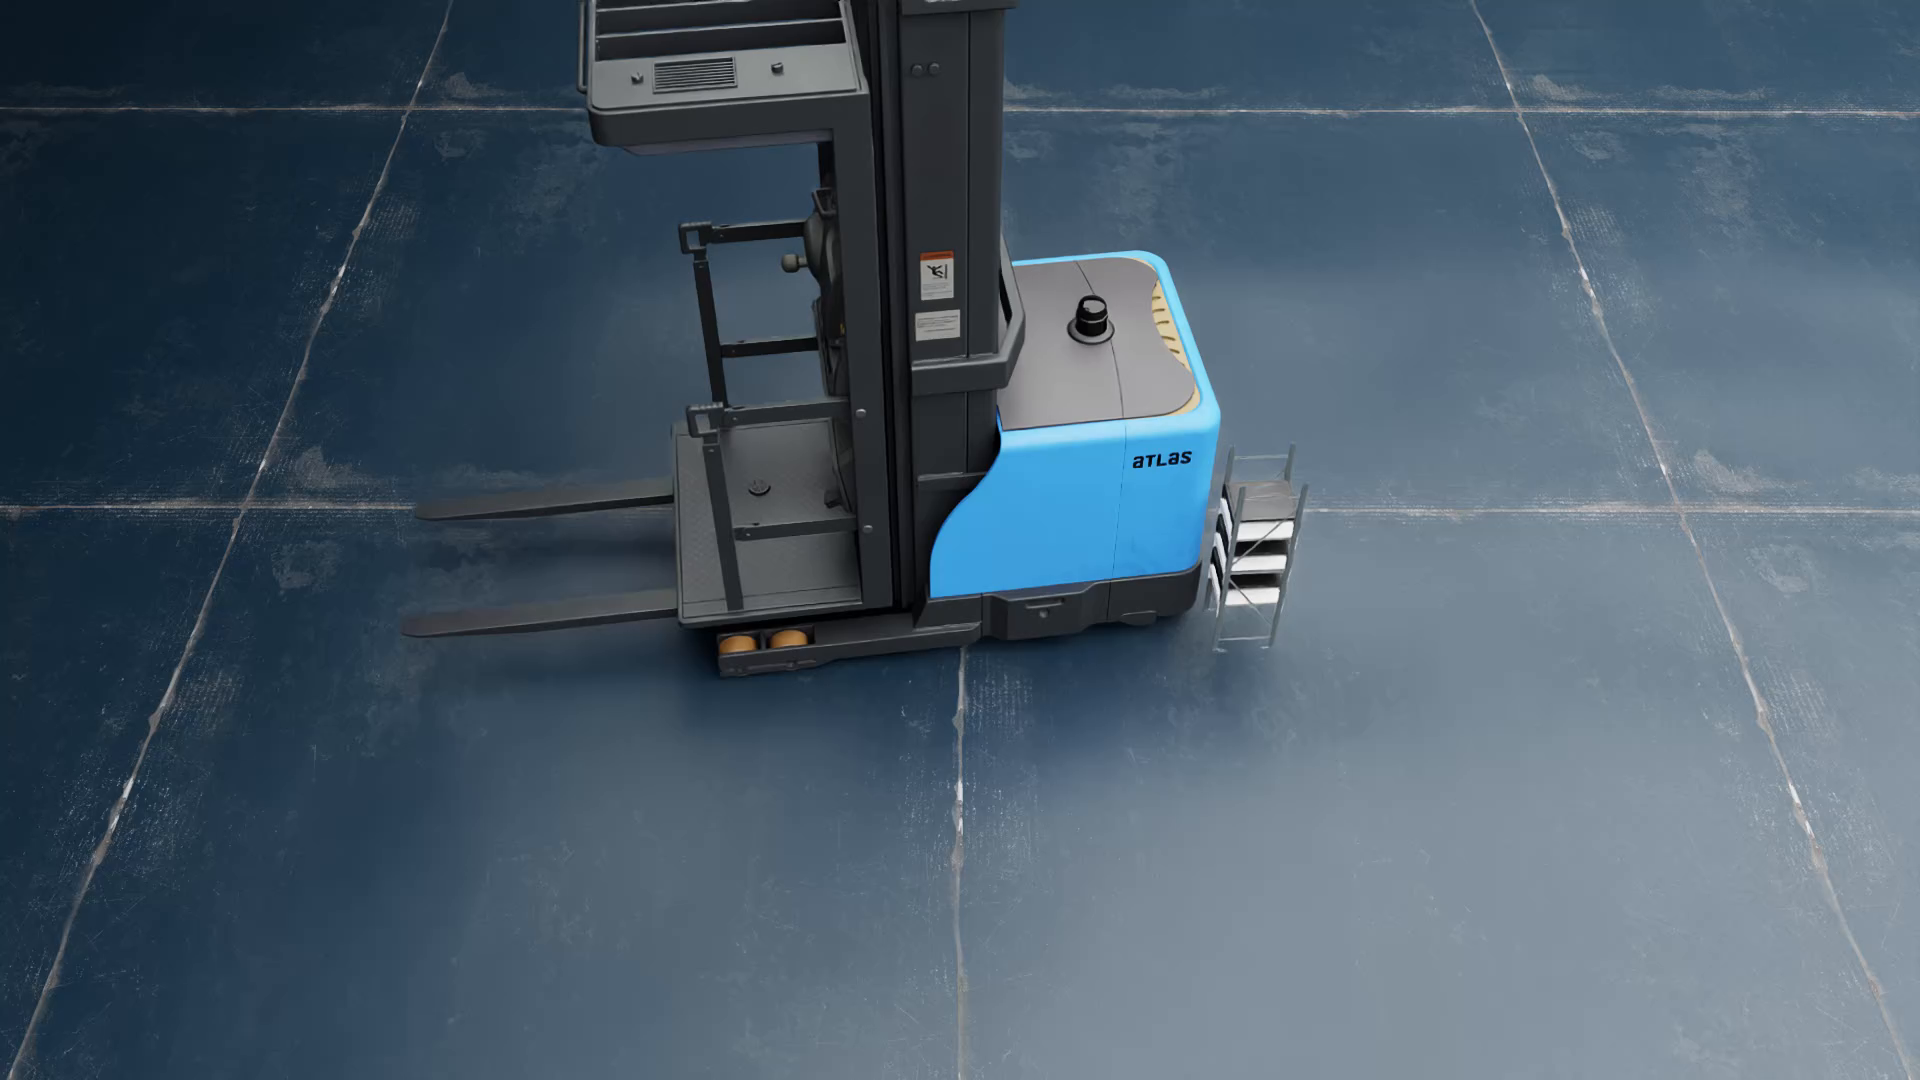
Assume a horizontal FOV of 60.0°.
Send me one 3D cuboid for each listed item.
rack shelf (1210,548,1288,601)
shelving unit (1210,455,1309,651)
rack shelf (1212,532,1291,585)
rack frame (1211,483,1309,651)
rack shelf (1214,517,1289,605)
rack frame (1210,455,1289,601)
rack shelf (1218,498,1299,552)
[{"bbox_3d":[1.087,0.125,6.268,0.258,0.077,0.200,-3,47,-3],"label":"rack shelf"},{"bbox_3d":[1.087,0.041,6.177,0.258,0.900,0.208,-3,47,-3],"label":"shelving unit"},{"bbox_3d":[1.087,0.063,6.202,0.258,0.077,0.200,-3,47,-3],"label":"rack shelf"},{"bbox_3d":[1.094,0.115,6.109,0.240,0.900,0.006,-3,47,-3],"label":"rack frame"},{"bbox_3d":[1.087,0.075,6.215,0.221,0.281,0.190,-3,47,-3],"label":"rack shelf"},{"bbox_3d":[1.080,-0.034,6.247,0.228,0.785,0.003,-3,47,-3],"label":"rack frame"},{"bbox_3d":[1.087,-0.059,6.071,0.258,0.077,0.200,-3,47,-3],"label":"rack shelf"}]
